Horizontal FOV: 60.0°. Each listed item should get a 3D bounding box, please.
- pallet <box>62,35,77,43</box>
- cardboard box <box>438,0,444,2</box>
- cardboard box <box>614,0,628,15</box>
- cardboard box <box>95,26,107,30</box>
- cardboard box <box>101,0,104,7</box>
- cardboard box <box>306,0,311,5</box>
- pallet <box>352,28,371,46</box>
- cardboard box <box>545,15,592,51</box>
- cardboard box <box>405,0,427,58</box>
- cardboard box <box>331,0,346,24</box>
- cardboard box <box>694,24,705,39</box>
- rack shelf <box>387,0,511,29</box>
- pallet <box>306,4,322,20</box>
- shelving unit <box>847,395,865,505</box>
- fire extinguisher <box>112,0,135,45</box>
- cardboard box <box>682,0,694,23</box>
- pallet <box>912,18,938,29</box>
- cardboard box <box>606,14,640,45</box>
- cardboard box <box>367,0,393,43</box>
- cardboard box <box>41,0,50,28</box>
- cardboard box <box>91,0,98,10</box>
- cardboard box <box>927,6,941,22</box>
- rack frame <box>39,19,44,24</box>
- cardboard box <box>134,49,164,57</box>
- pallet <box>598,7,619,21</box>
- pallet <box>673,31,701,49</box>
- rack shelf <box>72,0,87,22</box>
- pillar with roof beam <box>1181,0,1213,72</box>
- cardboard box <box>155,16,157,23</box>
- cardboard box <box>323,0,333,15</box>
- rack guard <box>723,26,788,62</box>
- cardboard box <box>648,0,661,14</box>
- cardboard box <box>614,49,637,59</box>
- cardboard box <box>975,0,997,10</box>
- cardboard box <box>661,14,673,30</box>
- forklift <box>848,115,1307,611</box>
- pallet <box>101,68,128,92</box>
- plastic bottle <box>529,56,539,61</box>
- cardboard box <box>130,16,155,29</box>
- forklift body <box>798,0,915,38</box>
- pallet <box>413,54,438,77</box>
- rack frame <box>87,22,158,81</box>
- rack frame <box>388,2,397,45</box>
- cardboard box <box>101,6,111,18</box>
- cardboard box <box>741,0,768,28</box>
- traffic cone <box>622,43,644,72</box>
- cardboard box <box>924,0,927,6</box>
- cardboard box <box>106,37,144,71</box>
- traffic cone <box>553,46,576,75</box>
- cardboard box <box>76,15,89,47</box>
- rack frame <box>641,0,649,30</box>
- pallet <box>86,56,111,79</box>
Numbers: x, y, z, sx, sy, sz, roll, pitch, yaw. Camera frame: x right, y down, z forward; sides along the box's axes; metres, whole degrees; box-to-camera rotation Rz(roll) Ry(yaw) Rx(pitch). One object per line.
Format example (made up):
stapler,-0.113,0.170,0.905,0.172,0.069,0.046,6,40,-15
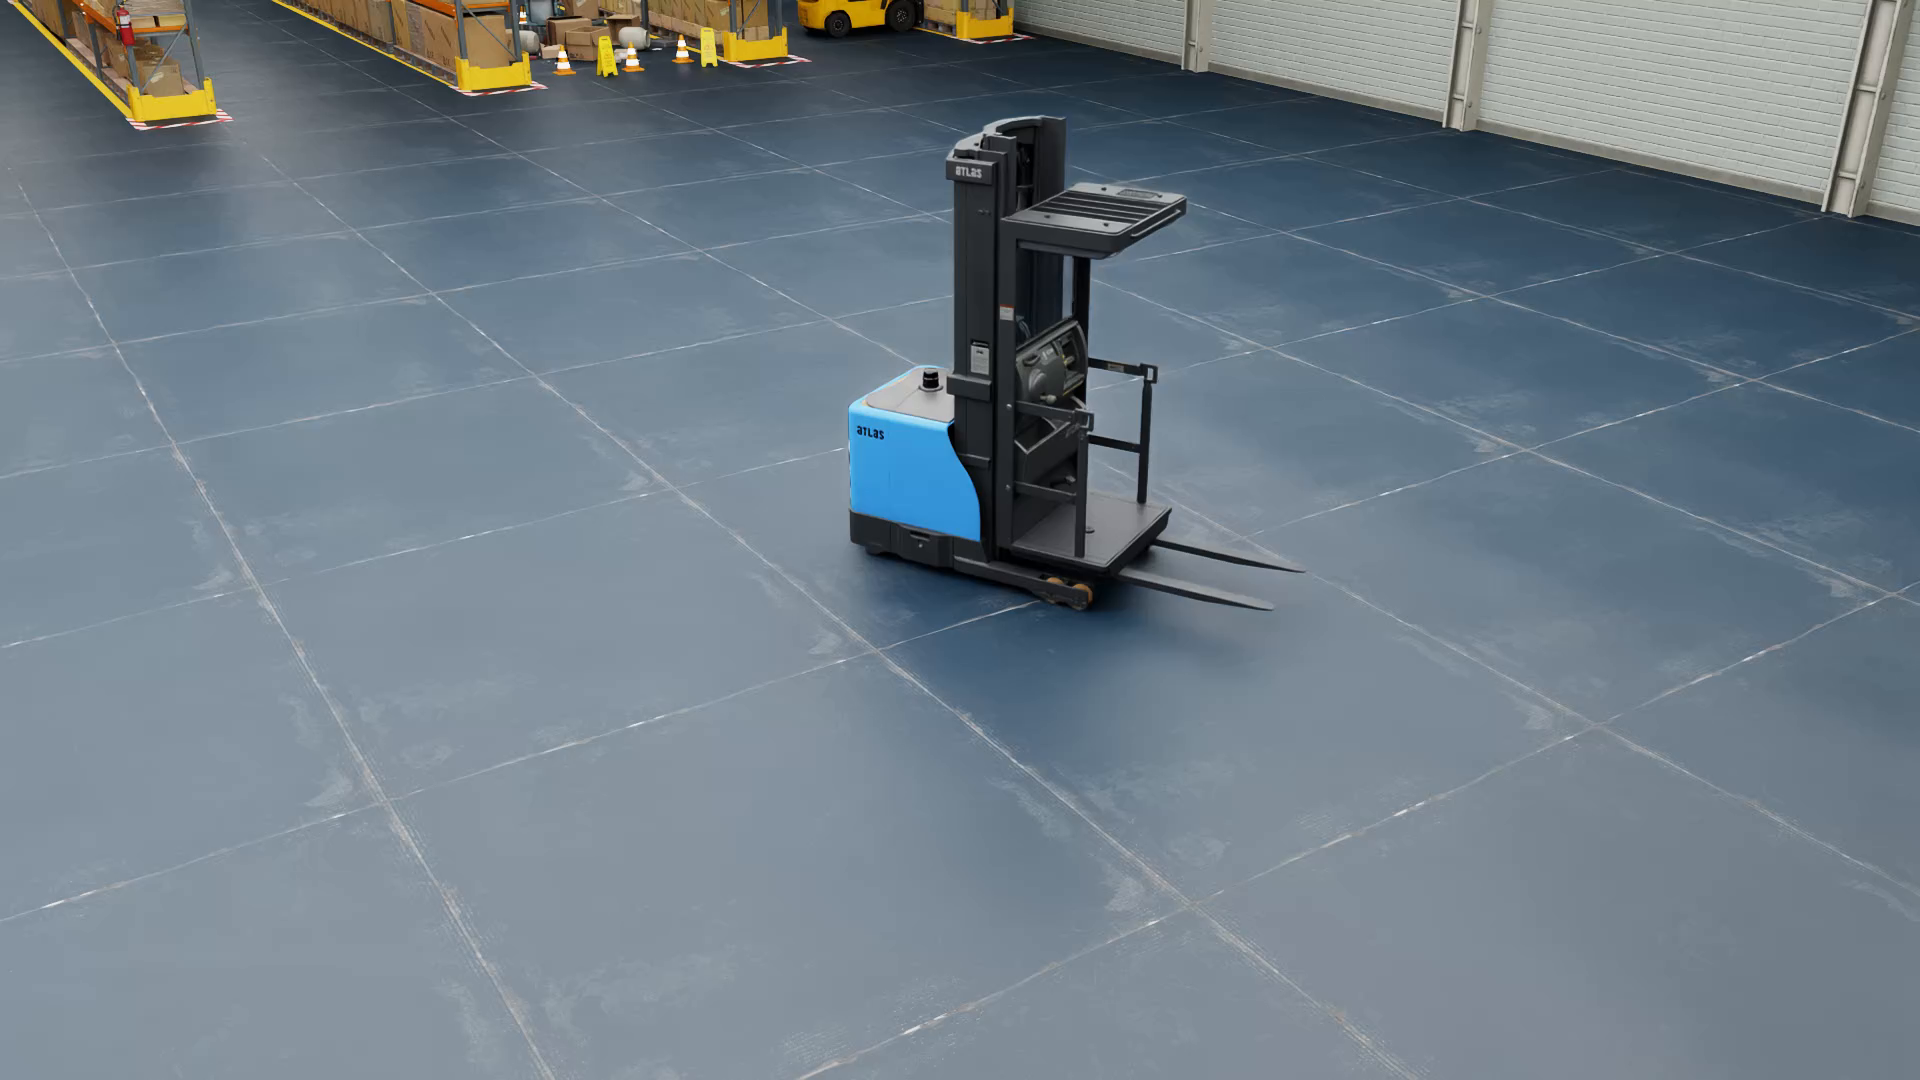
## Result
pallet,-16.717,-9.729,32.075,1.003,0.211,1.213,-16,29,-30
cardboard box,-8.331,-9.331,27.788,0.875,0.550,0.550,-16,29,-30
cardboard box,-6.547,-11.014,34.117,0.950,0.372,0.625,-14,28,-26
cardboard box,-14.728,-8.728,29.100,0.700,0.500,0.500,-16,29,-30
cardboard box,-12.870,-8.552,25.849,0.875,0.500,0.500,-16,29,-30
cardboard box,-13.554,-11.601,35.210,0.500,0.500,0.500,-15,29,-29
pallet,-11.110,-9.814,32.254,1.003,0.211,1.213,-16,29,-30
cardboard box,-7.277,-9.442,30.965,0.797,0.637,0.503,-16,29,-30
cardboard box,-9.175,-9.046,29.358,0.875,0.875,0.875,-15,29,-29
cardboard box,-11.882,-10.744,33.102,1.050,0.750,0.750,-16,30,-30
cardboard box,-4.622,-9.499,31.049,0.500,0.250,0.500,-15,29,-29
rack shelf,-8.863,-9.339,28.824,1.077,0.370,4.000,-16,29,-30
pallet,-13.226,-11.265,35.328,1.003,0.211,1.213,-16,29,-30
shelving unit,-0.636,-0.556,11.837,0.210,0.900,0.258,13,28,26
fire extinguisher,-12.306,-7.646,24.486,0.296,0.674,0.183,-16,29,-30
cardboard box,-4.893,-10.018,31.271,0.500,0.500,0.500,-16,30,-31
pallet,-0.637,-10.736,34.206,1.003,0.211,1.213,-16,29,-30
cardboard box,-6.418,-9.740,31.756,0.500,0.500,0.500,3,25,6
cardboard box,-10.369,-9.753,31.003,1.050,0.750,0.750,-16,29,-30
cardboard box,-17.189,-10.492,32.421,1.225,0.875,0.875,-15,29,-29
cardboard box,-13.769,-8.638,26.790,0.380,0.149,0.250,-16,29,-30
cardboard box,-0.307,-10.518,33.208,0.500,0.250,0.500,-16,29,-30
rack frame,-18.533,-12.121,33.875,1.000,3.000,0.127,-16,29,-30
cardboard box,-12.990,-7.550,26.628,0.500,0.500,0.500,-13,28,-25
pallet,-6.959,-11.023,34.816,1.003,0.211,1.213,-16,29,-30
pallet,-4.797,-9.640,31.885,1.003,0.211,1.213,-16,29,-30
rack shelf,-15.258,-9.650,29.483,1.077,0.370,4.000,-16,29,-30
pillar with roof beam,0.521,-11.319,25.149,9.100,9.000,0.400,-16,29,-30
cardboard box,-12.059,-7.967,25.370,0.380,0.149,0.250,-16,29,-30
cardboard box,-12.717,-11.044,34.030,0.500,0.500,0.500,-16,29,-30
rack guard,-3.721,-9.036,30.267,1.175,0.500,0.348,-16,29,-30
cardboard box,-5.767,-10.581,32.463,0.500,0.500,0.500,-14,29,-27
cardboard box,-6.087,-8.847,30.280,0.380,0.149,0.250,-1,25,-3
cardboard box,0.395,-10.686,32.978,0.500,0.250,0.500,-15,29,-29
cardboard box,-5.466,-10.054,32.224,0.500,0.250,0.500,-14,29,-27
forklift,0.774,-1.132,10.676,3.031,2.935,1.130,13,28,26
pallet,-13.770,-7.767,27.918,1.003,0.211,1.213,-16,29,-30
plastic bottle,-7.780,-8.739,30.152,0.133,0.061,0.283,18,31,33
cardboard box,-12.311,-7.769,24.951,0.380,0.149,0.250,-16,29,-30
forklift body,-2.086,-11.166,32.846,2.313,2.155,1.214,-16,29,-30
pallet,-8.936,-8.392,29.241,1.003,0.211,1.213,-16,29,-30
rack frame,-14.166,-9.260,27.814,1.000,3.000,0.127,-16,29,-30
rack frame,-9.955,-10.380,30.186,1.000,3.000,0.127,-16,29,-30
cardboard box,-13.218,-8.282,26.036,0.380,0.149,0.250,-16,29,-30
cardboard box,-3.902,-9.786,30.778,0.500,0.500,0.500,-17,30,-31
traffic cone,-5.739,-8.464,29.101,0.336,0.463,0.334,-16,29,-30
cardboard box,-0.614,-10.932,33.500,0.500,0.250,0.500,-16,30,-31
cardboard box,-13.981,-8.167,27.935,0.500,0.500,0.500,-17,30,-31
traffic cone,-6.872,-8.323,28.800,0.336,0.463,0.334,-16,29,-30
cardboard box,-15.654,-9.329,30.373,0.700,0.500,0.500,-18,31,-34
rack frame,-5.863,-11.569,32.706,1.000,3.000,0.127,-16,29,-30
pallet,-14.592,-8.277,28.999,1.003,0.211,1.213,-16,29,-30
